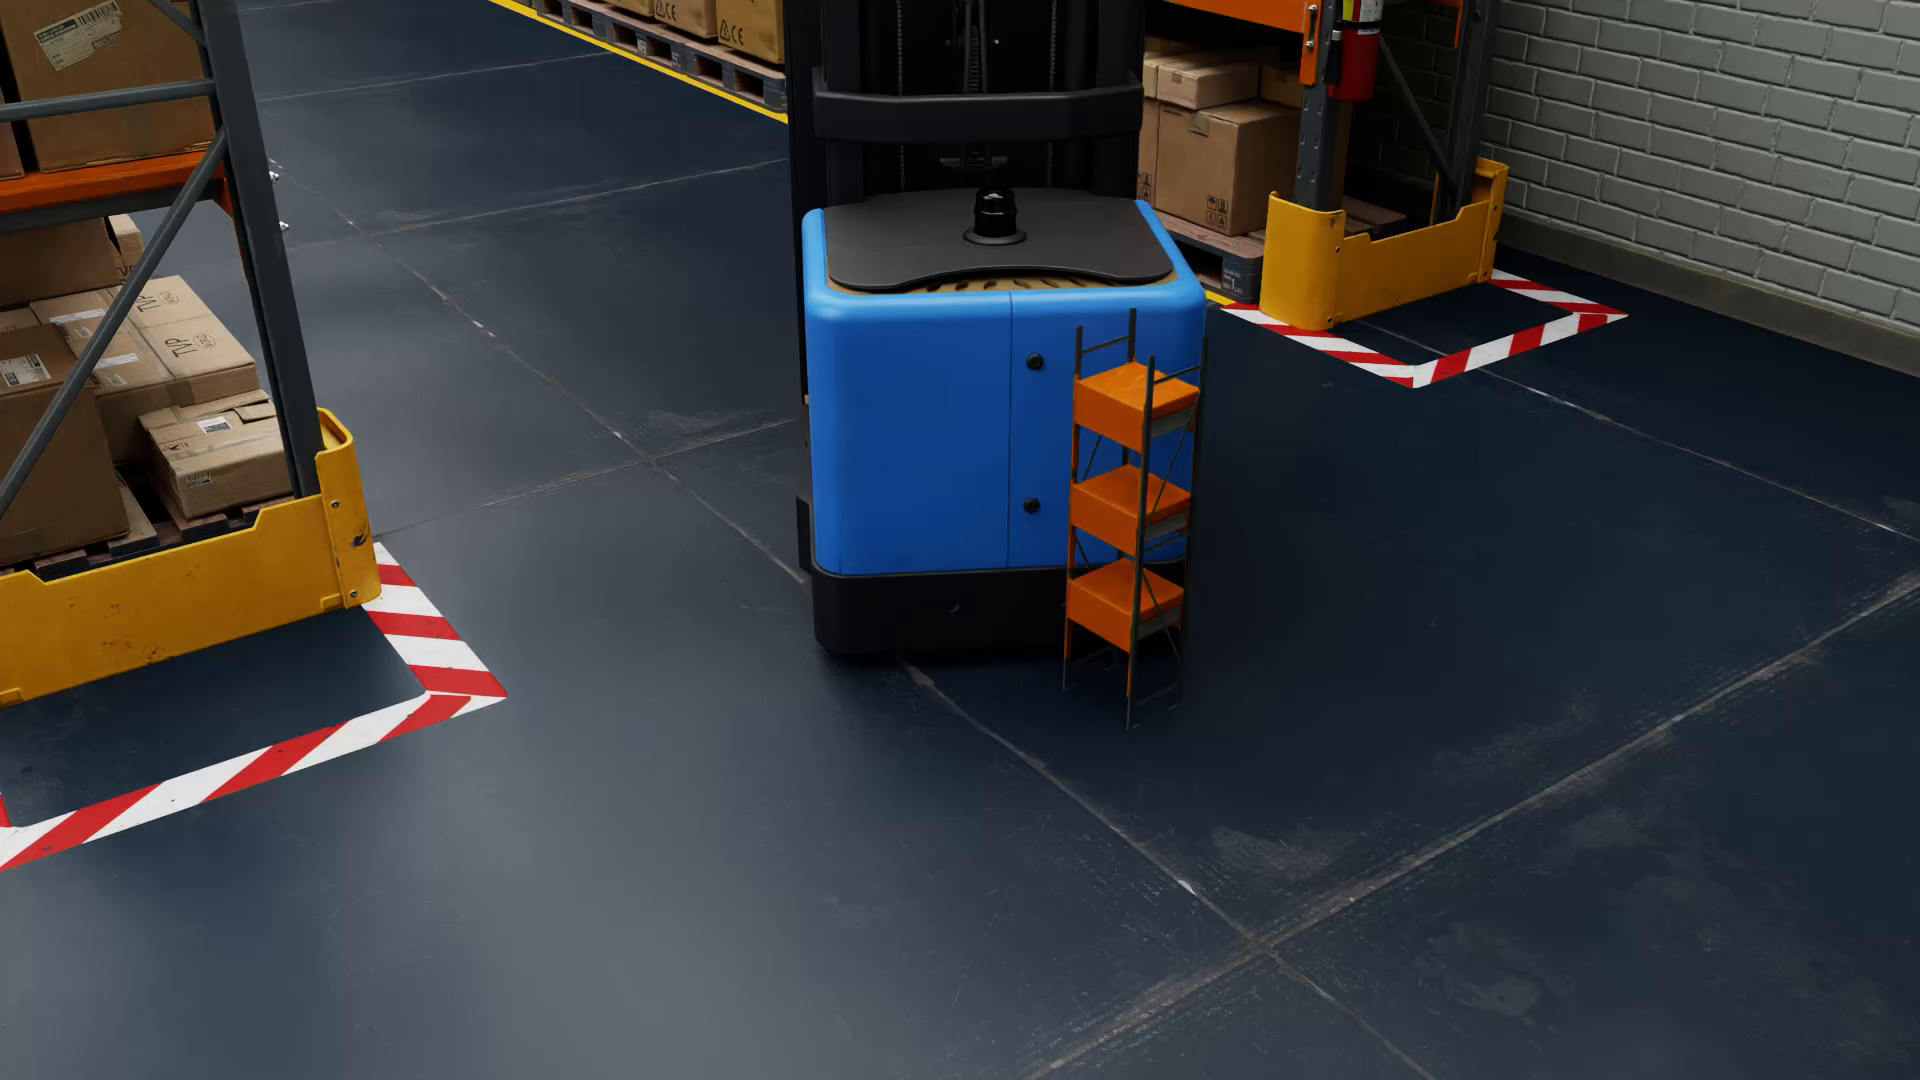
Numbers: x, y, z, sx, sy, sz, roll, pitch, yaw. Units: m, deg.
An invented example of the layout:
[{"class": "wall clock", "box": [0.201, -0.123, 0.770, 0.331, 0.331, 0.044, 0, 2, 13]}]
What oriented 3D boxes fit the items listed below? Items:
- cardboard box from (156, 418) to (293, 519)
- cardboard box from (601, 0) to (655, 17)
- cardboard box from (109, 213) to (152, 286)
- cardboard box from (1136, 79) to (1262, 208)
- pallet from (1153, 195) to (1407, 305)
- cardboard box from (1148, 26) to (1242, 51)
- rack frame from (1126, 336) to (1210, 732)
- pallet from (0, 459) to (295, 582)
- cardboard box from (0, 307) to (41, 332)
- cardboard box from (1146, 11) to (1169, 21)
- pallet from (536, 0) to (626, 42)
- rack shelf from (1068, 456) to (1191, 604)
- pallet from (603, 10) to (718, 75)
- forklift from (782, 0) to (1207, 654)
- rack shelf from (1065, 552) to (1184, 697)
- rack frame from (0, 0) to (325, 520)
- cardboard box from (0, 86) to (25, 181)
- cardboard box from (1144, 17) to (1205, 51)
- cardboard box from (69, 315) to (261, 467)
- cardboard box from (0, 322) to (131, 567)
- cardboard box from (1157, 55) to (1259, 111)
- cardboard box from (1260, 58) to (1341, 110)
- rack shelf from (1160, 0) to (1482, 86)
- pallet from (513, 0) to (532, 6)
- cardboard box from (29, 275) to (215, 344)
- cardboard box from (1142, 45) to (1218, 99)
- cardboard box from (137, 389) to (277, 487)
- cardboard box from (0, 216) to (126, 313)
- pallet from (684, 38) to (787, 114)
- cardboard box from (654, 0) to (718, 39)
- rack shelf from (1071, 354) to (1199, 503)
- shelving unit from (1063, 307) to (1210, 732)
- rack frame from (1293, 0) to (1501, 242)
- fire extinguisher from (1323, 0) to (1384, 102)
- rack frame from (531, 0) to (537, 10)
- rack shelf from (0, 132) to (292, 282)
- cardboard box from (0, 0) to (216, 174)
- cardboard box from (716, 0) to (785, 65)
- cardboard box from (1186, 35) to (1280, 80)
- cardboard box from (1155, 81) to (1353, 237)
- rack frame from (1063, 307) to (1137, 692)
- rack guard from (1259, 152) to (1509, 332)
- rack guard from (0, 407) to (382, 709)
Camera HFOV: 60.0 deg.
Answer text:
[{"class": "cardboard box", "box": [-2.194, -0.225, 5.047, 0.380, 0.149, 0.250, -19, 34, -31]}, {"class": "cardboard box", "box": [-2.016, -4.084, 11.440, 0.750, 0.750, 0.750, -19, 34, -31]}, {"class": "cardboard box", "box": [-3.555, -1.158, 6.596, 0.500, 0.311, 0.500, -19, 34, -31]}, {"class": "cardboard box", "box": [1.024, -1.924, 7.829, 0.700, 0.500, 0.500, -19, 34, -31]}, {"class": "pallet", "box": [1.274, -1.463, 7.722, 1.003, 0.211, 1.213, -19, 34, -31]}, {"class": "cardboard box", "box": [1.110, -2.315, 7.870, 0.380, 0.149, 0.250, -18, 34, -30]}, {"class": "rack frame", "box": [0.513, 0.008, 4.135, 0.200, 1.050, 0.008, -21, 35, -34]}, {"class": "pallet", "box": [-2.739, -0.140, 5.287, 1.003, 0.211, 1.213, -19, 34, -31]}, {"class": "cardboard box", "box": [-3.274, -0.532, 5.507, 0.500, 0.250, 0.500, -19, 34, -31]}, {"class": "cardboard box", "box": [0.813, -2.514, 8.235, 0.380, 0.149, 0.250, -18, 33, -30]}, {"class": "pallet", "box": [-2.443, -3.956, 12.314, 1.003, 0.211, 1.213, -19, 34, -31]}, {"class": "rack shelf", "box": [0.435, -0.028, 4.223, 0.215, 0.259, 0.240, -21, 35, -34]}, {"class": "pallet", "box": [-1.740, -3.482, 11.441, 1.003, 0.211, 1.213, -19, 34, -31]}, {"class": "forklift", "box": [-0.011, -1.653, 5.222, 1.130, 2.935, 3.031, -3, 29, -5]}, {"class": "rack shelf", "box": [0.435, 0.217, 4.356, 0.215, 0.259, 0.240, -21, 35, -34]}, {"class": "rack frame", "box": [-2.232, -1.026, 3.996, 1.000, 3.000, 0.127, -19, 34, -31]}, {"class": "cardboard box", "box": [-2.713, -1.169, 4.154, 0.500, 0.500, 0.500, -18, 33, -29]}, {"class": "cardboard box", "box": [0.962, -2.414, 8.052, 0.380, 0.149, 0.250, -18, 33, -30]}, {"class": "cardboard box", "box": [-2.606, -0.495, 5.439, 0.500, 0.250, 0.500, -19, 34, -31]}, {"class": "cardboard box", "box": [-2.748, -0.264, 4.752, 0.500, 0.500, 0.500, -19, 34, -31]}, {"class": "cardboard box", "box": [1.091, -2.014, 7.315, 0.380, 0.149, 0.250, -19, 34, -31]}, {"class": "cardboard box", "box": [1.549, -2.021, 7.328, 0.380, 0.149, 0.250, -19, 34, -30]}, {"class": "rack shelf", "box": [0.641, -2.860, 8.128, 1.077, 0.370, 4.000, -19, 34, -31]}, {"class": "pallet", "box": [-3.291, -4.588, 13.476, 1.003, 0.211, 1.213, -19, 34, -31]}, {"class": "cardboard box", "box": [-2.896, -0.690, 5.797, 0.500, 0.250, 0.500, -19, 34, -31]}, {"class": "cardboard box", "box": [0.942, -2.113, 7.497, 0.380, 0.149, 0.250, -18, 33, -29]}, {"class": "cardboard box", "box": [-2.339, -0.330, 5.222, 0.380, 0.166, 0.250, -19, 34, -31]}, {"class": "cardboard box", "box": [-3.458, -0.949, 6.008, 0.797, 0.503, 0.637, -19, 34, -31]}, {"class": "pallet", "box": [-1.028, -3.008, 10.567, 1.003, 0.211, 1.213, -19, 34, -31]}, {"class": "cardboard box", "box": [-1.520, -3.755, 10.834, 0.750, 0.750, 0.750, -18, 33, -29]}, {"class": "rack shelf", "box": [0.435, -0.277, 4.088, 0.215, 0.259, 0.240, -21, 35, -34]}, {"class": "shelving unit", "box": [0.435, -0.037, 4.218, 0.215, 1.050, 0.252, -21, 35, -34]}, {"class": "rack frame", "box": [1.801, -2.399, 6.524, 1.000, 3.000, 0.127, -19, 34, -31]}, {"class": "fire extinguisher", "box": [1.513, -2.015, 6.288, 0.296, 0.674, 0.183, -19, 34, -31]}, {"class": "rack frame", "box": [-2.839, -5.509, 12.251, 1.000, 3.000, 0.127, -19, 34, -31]}, {"class": "rack shelf", "box": [-3.392, -1.488, 5.600, 1.077, 0.370, 4.000, -19, 34, -31]}, {"class": "cardboard box", "box": [-2.274, -1.316, 4.425, 0.500, 0.500, 0.500, -18, 33, -30]}, {"class": "cardboard box", "box": [-1.002, -3.411, 10.199, 0.750, 0.750, 0.750, -18, 33, -30]}, {"class": "cardboard box", "box": [1.255, -2.218, 7.690, 0.380, 0.149, 0.250, -19, 34, -31]}, {"class": "cardboard box", "box": [1.314, -1.729, 7.471, 0.700, 0.500, 0.500, -19, 34, -31]}, {"class": "rack frame", "box": [0.357, -0.082, 4.301, 0.200, 1.050, 0.008, -21, 35, -34]}, {"class": "rack guard", "box": [1.815, -1.291, 7.104, 1.175, 0.500, 0.348, -19, 34, -31]}, {"class": "rack guard", "box": [-2.276, 0.043, 4.647, 1.175, 0.500, 0.348, -19, 34, -31]}]
